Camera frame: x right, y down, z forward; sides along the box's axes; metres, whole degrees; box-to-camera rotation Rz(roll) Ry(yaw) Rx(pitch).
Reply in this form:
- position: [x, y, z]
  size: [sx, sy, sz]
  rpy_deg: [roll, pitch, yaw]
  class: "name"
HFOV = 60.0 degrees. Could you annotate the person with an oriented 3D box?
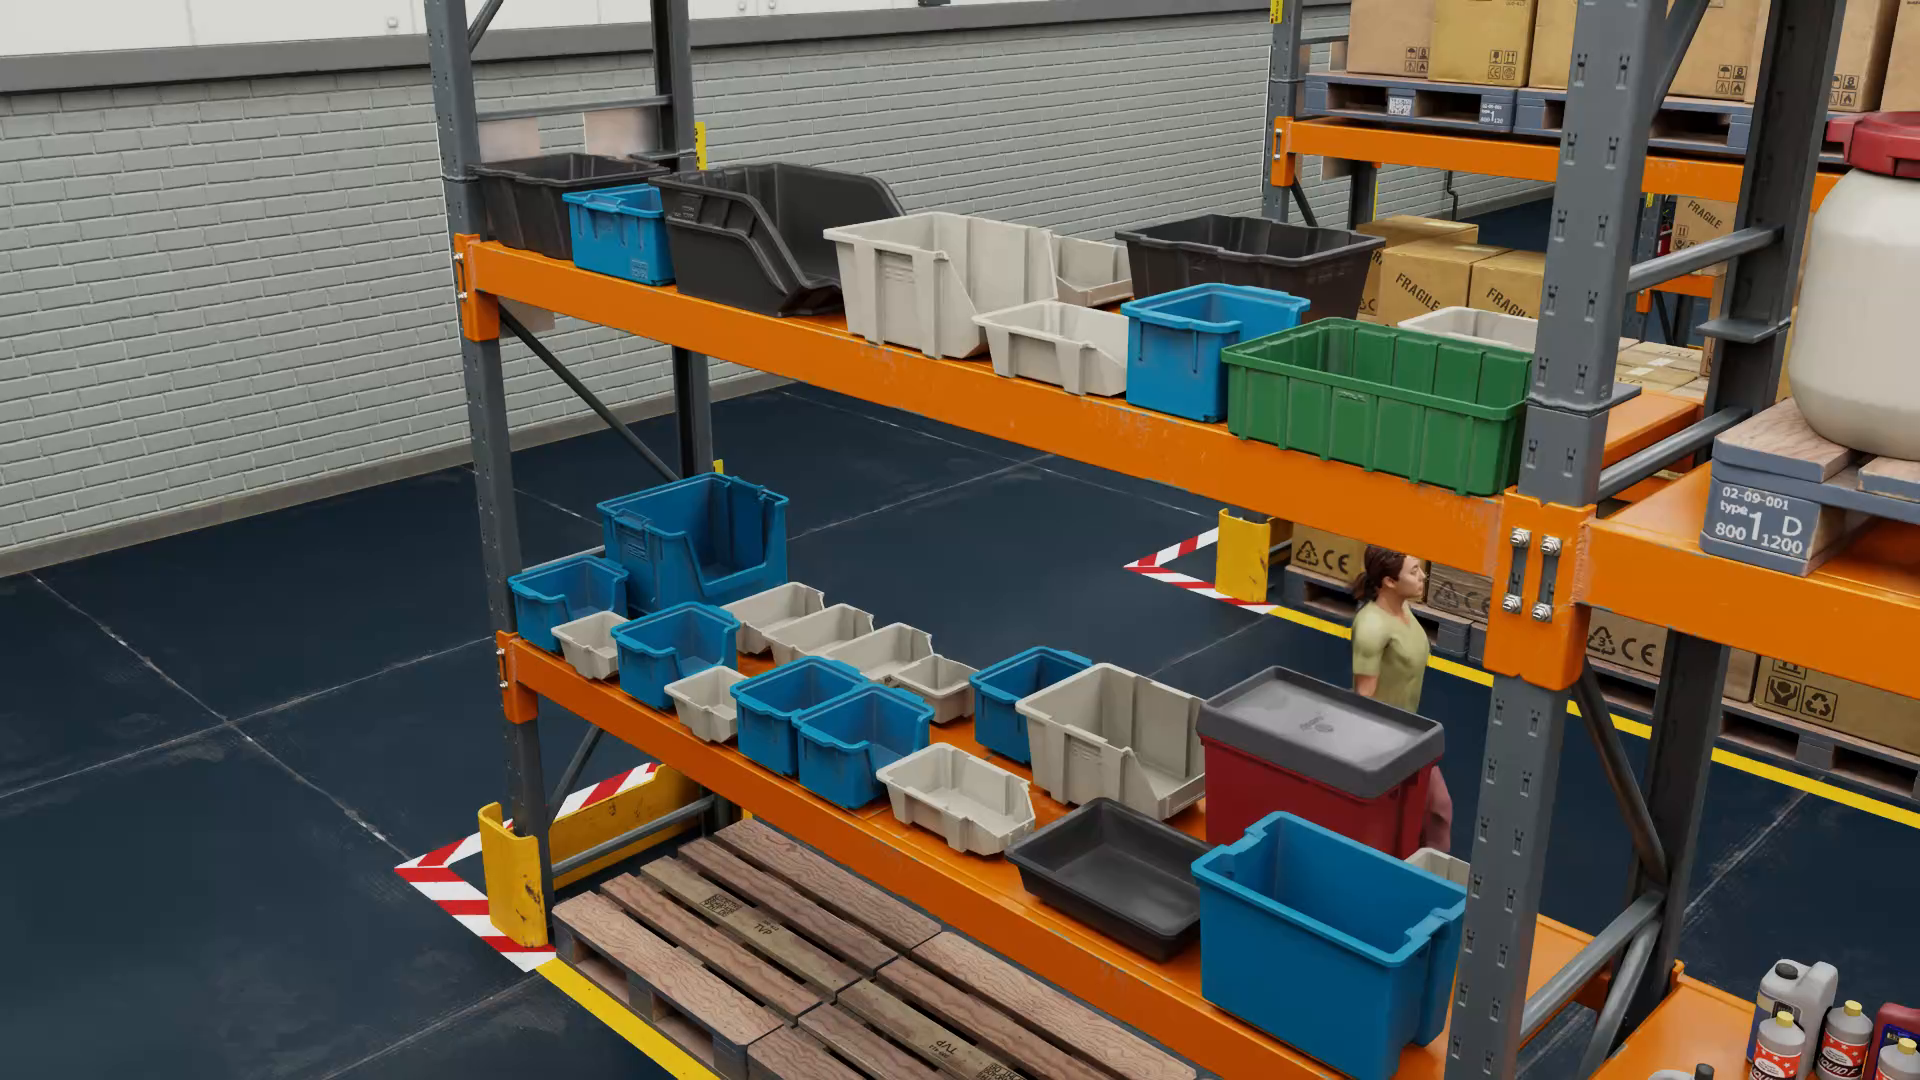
- position: [1.631, 0.750, 6.589]
  size: [0.979, 1.623, 0.456]
  rpy_deg: [13, 24, 31]
  class: "person"
